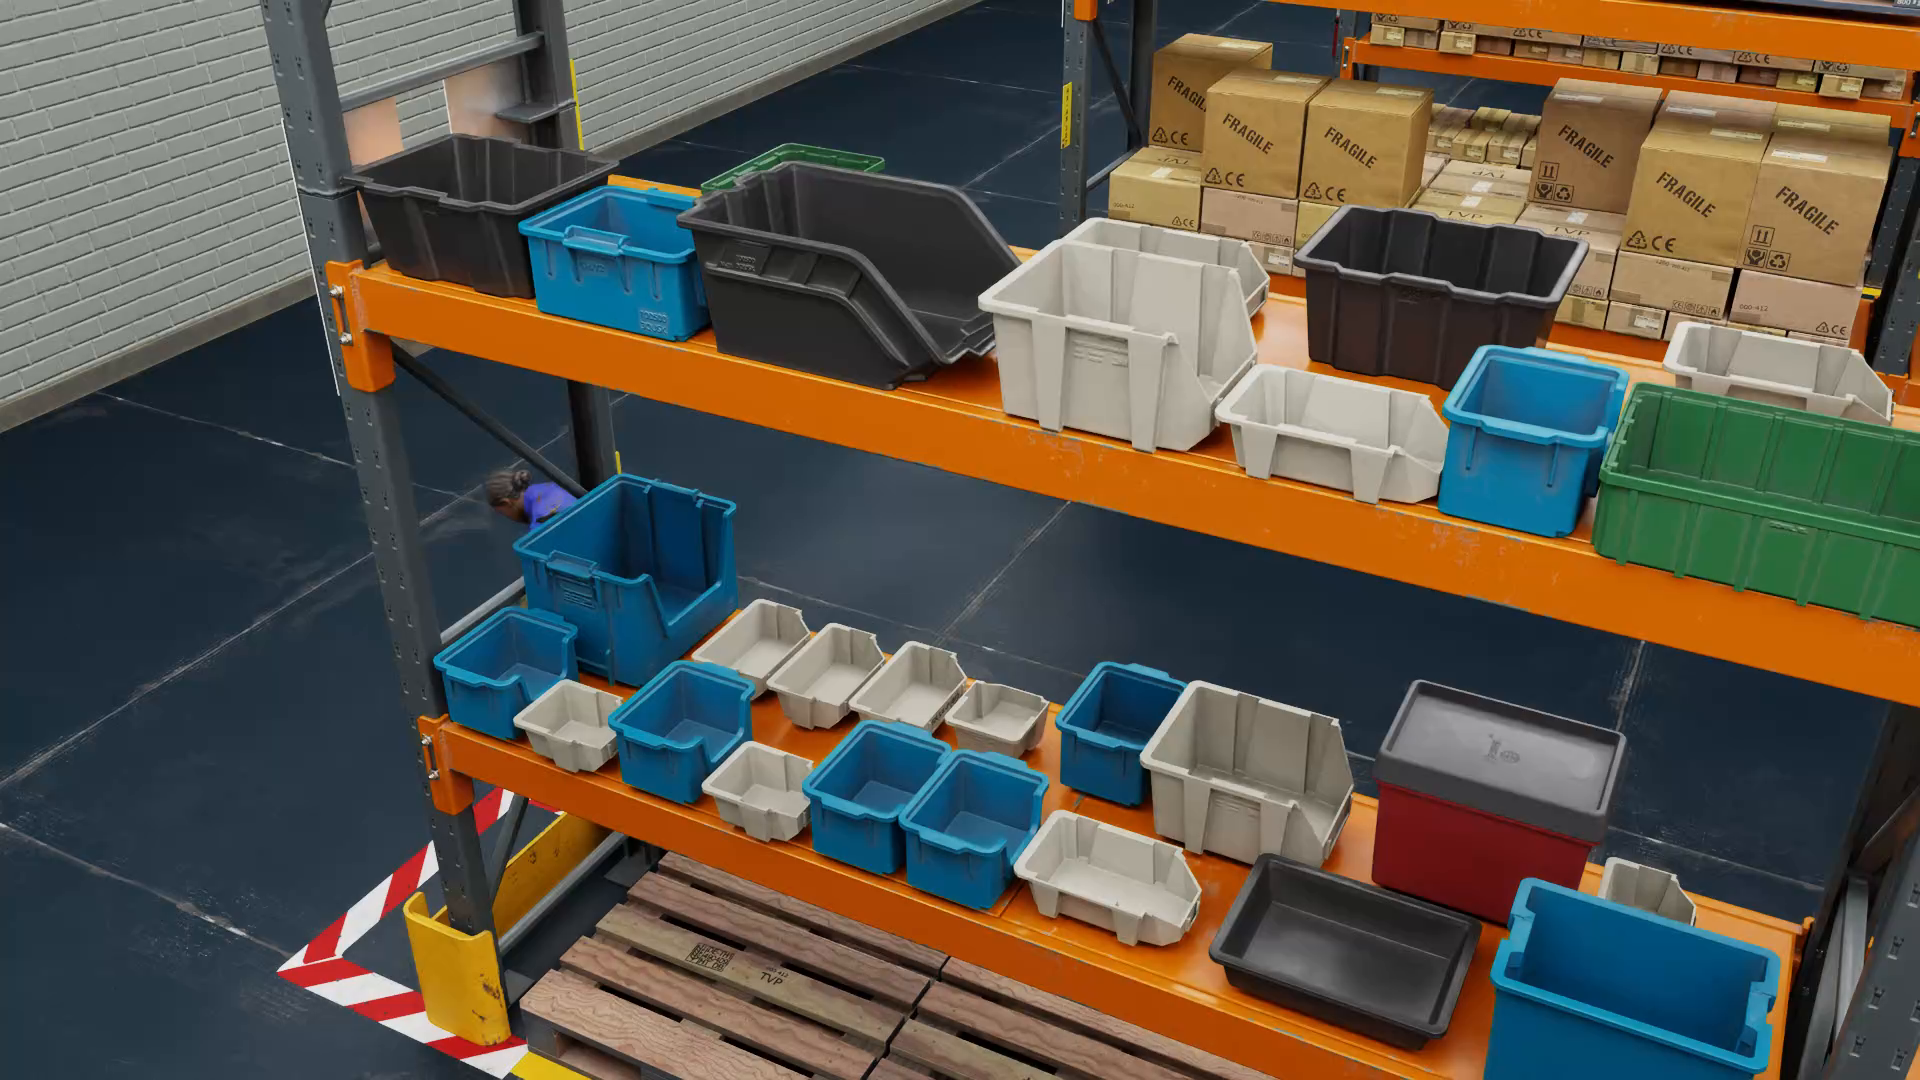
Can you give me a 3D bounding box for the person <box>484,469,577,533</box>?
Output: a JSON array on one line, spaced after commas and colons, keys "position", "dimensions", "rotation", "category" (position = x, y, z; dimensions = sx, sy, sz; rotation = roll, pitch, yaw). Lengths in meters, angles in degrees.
[{"position": [-1.623, 0.226, 7.297], "dimensions": [0.867, 1.111, 0.422], "rotation": [8, 31, 13], "category": "person"}]
